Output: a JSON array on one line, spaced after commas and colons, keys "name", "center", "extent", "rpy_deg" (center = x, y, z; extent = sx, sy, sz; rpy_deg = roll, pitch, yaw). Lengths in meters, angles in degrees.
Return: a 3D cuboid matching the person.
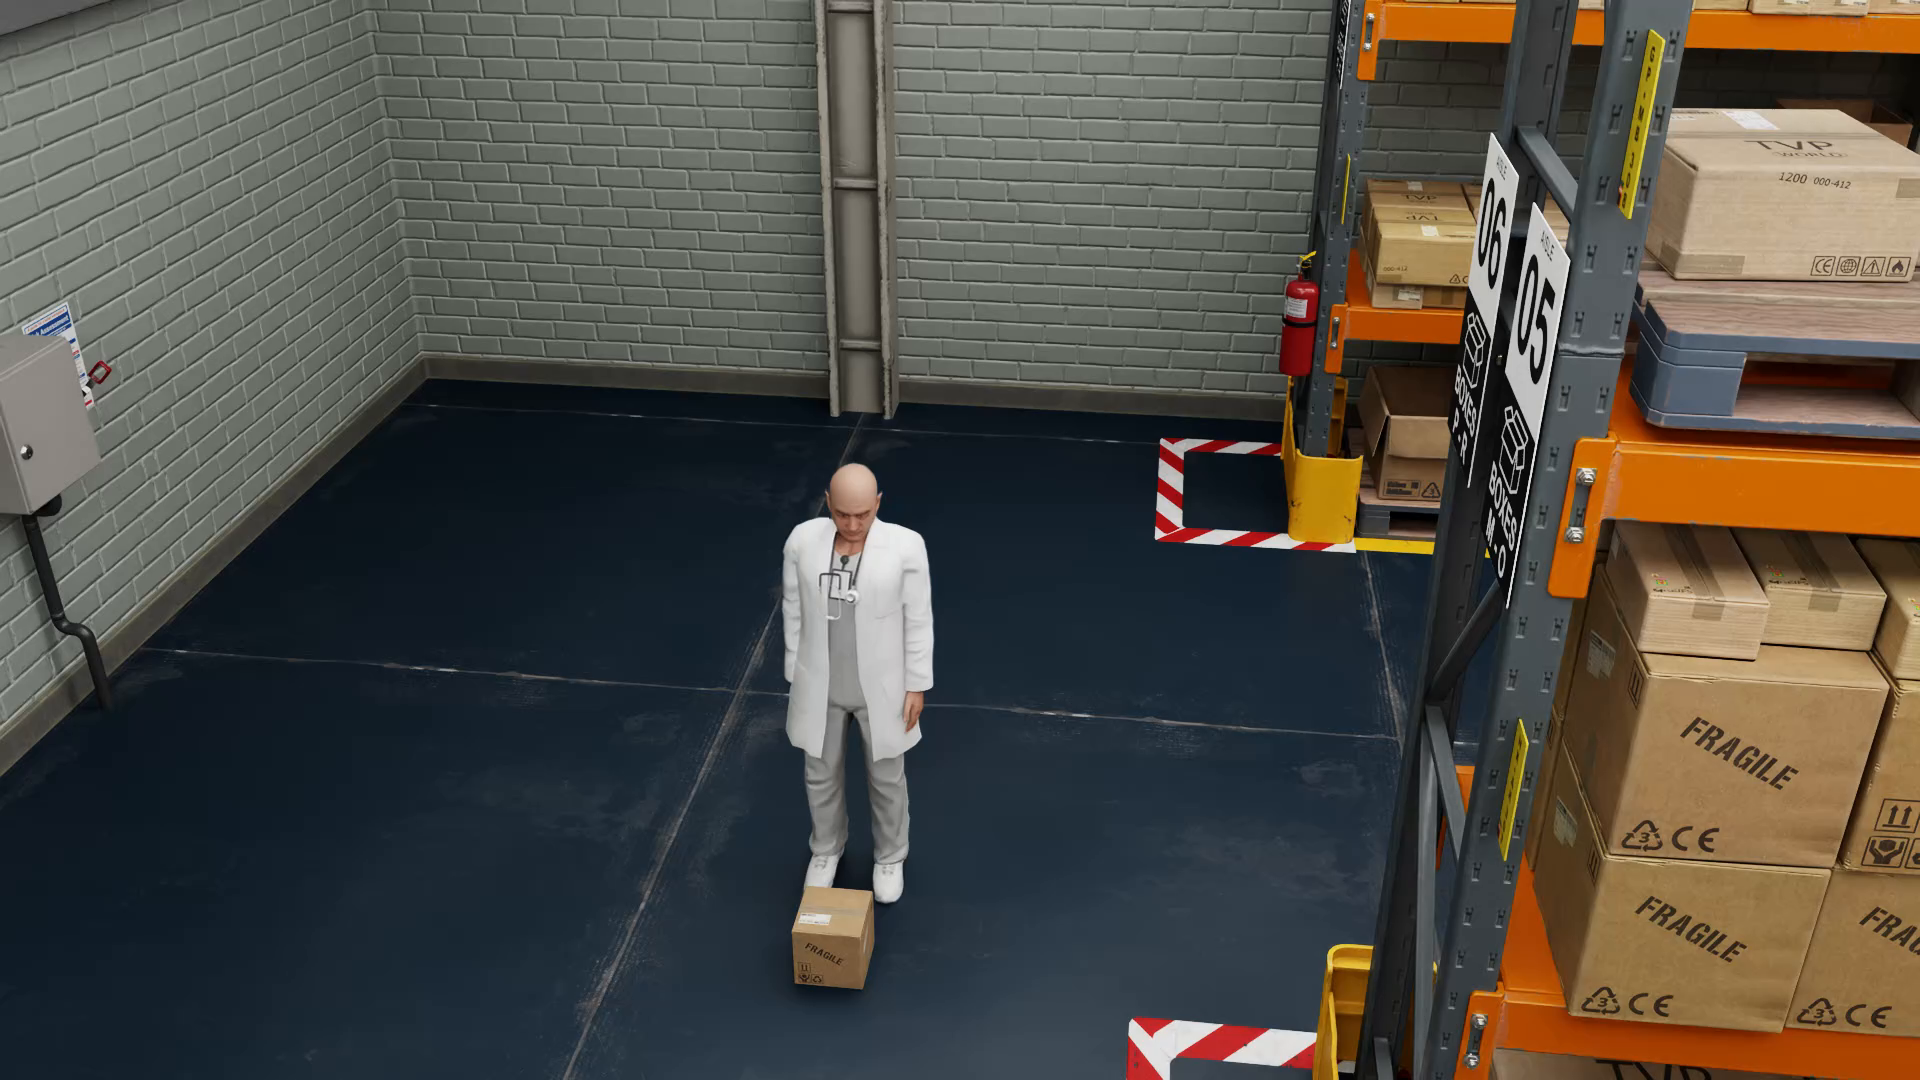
[{"name": "person", "center": [-0.376, 0.539, 6.136], "extent": [0.562, 1.777, 0.383], "rpy_deg": [4, 28, 7]}]
